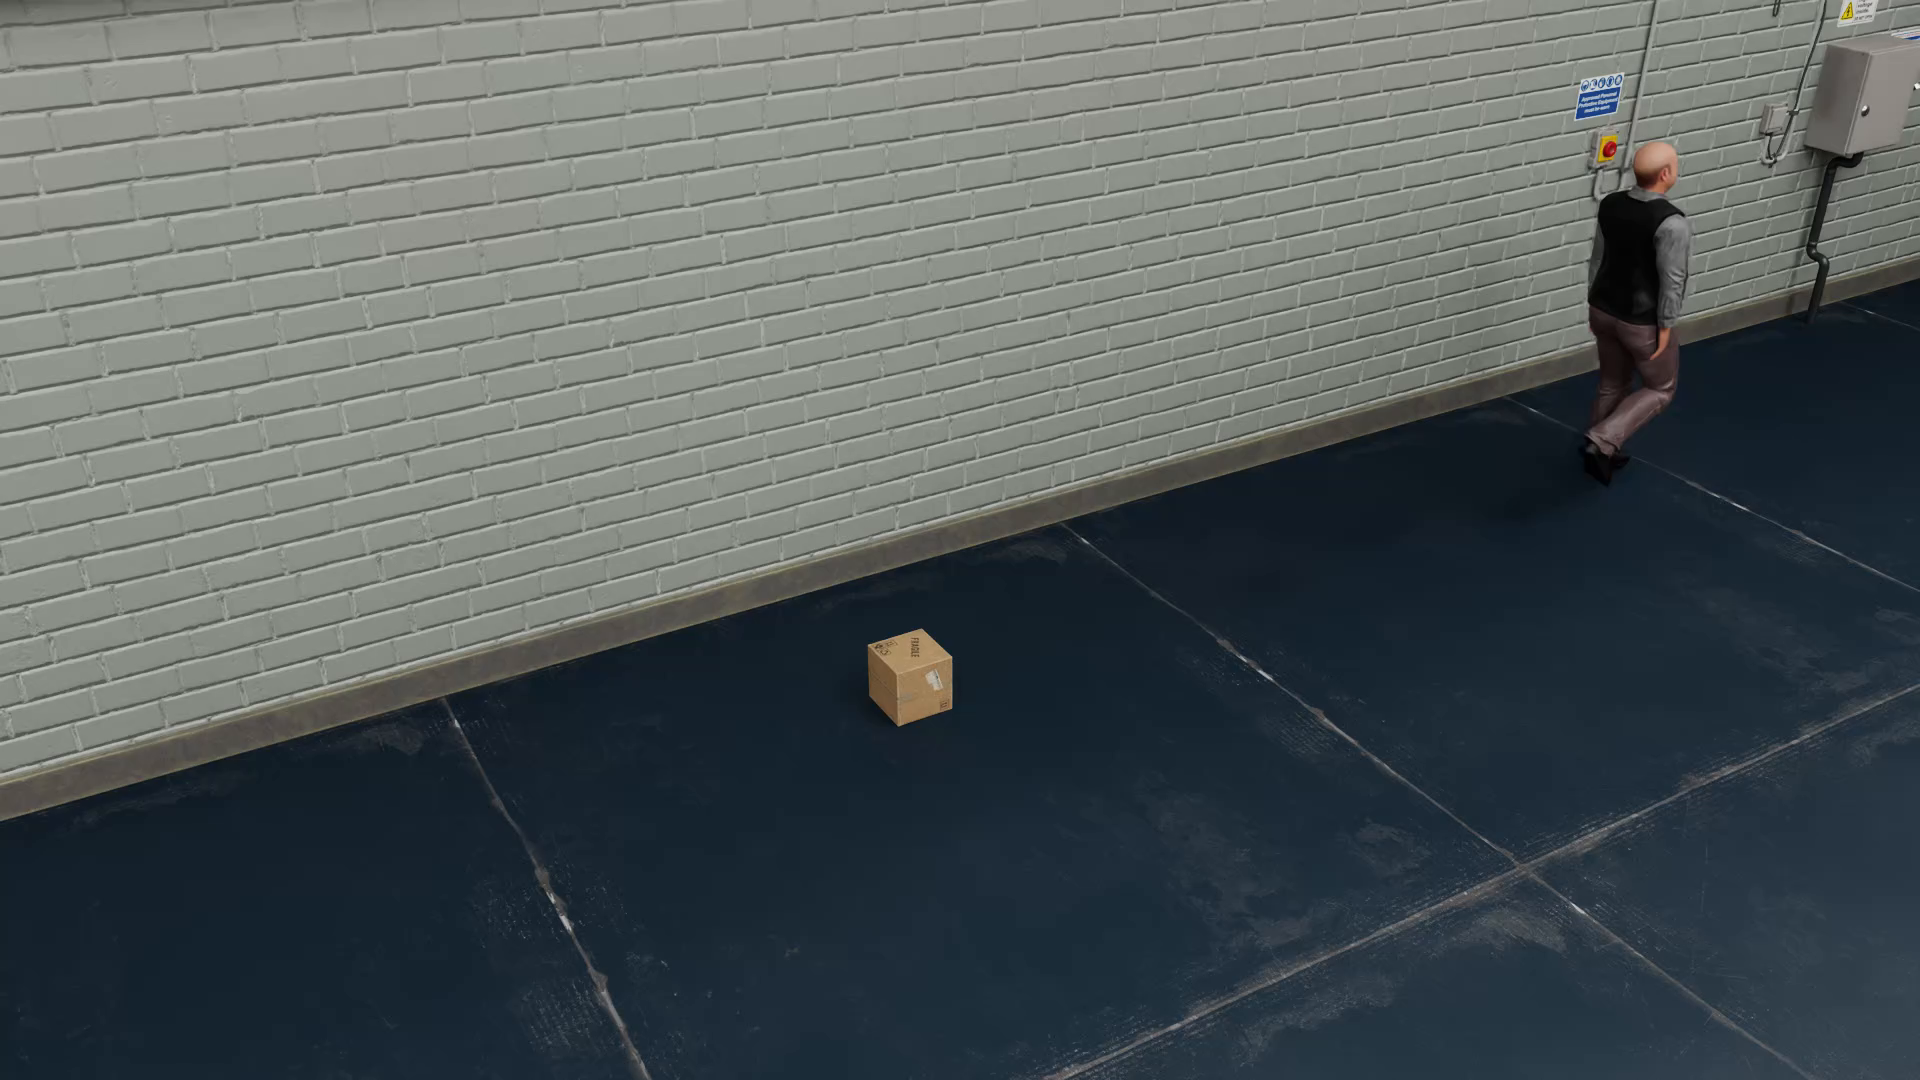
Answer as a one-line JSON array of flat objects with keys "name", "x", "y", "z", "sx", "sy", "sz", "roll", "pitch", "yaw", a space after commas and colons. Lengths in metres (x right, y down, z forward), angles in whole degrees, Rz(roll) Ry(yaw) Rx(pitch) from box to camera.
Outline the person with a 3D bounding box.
[{"name": "person", "x": 3.248, "y": -1.077, "z": 8.069, "sx": 0.564, "sy": 1.710, "sz": 0.537, "roll": -15, "pitch": 32, "yaw": -25}]
